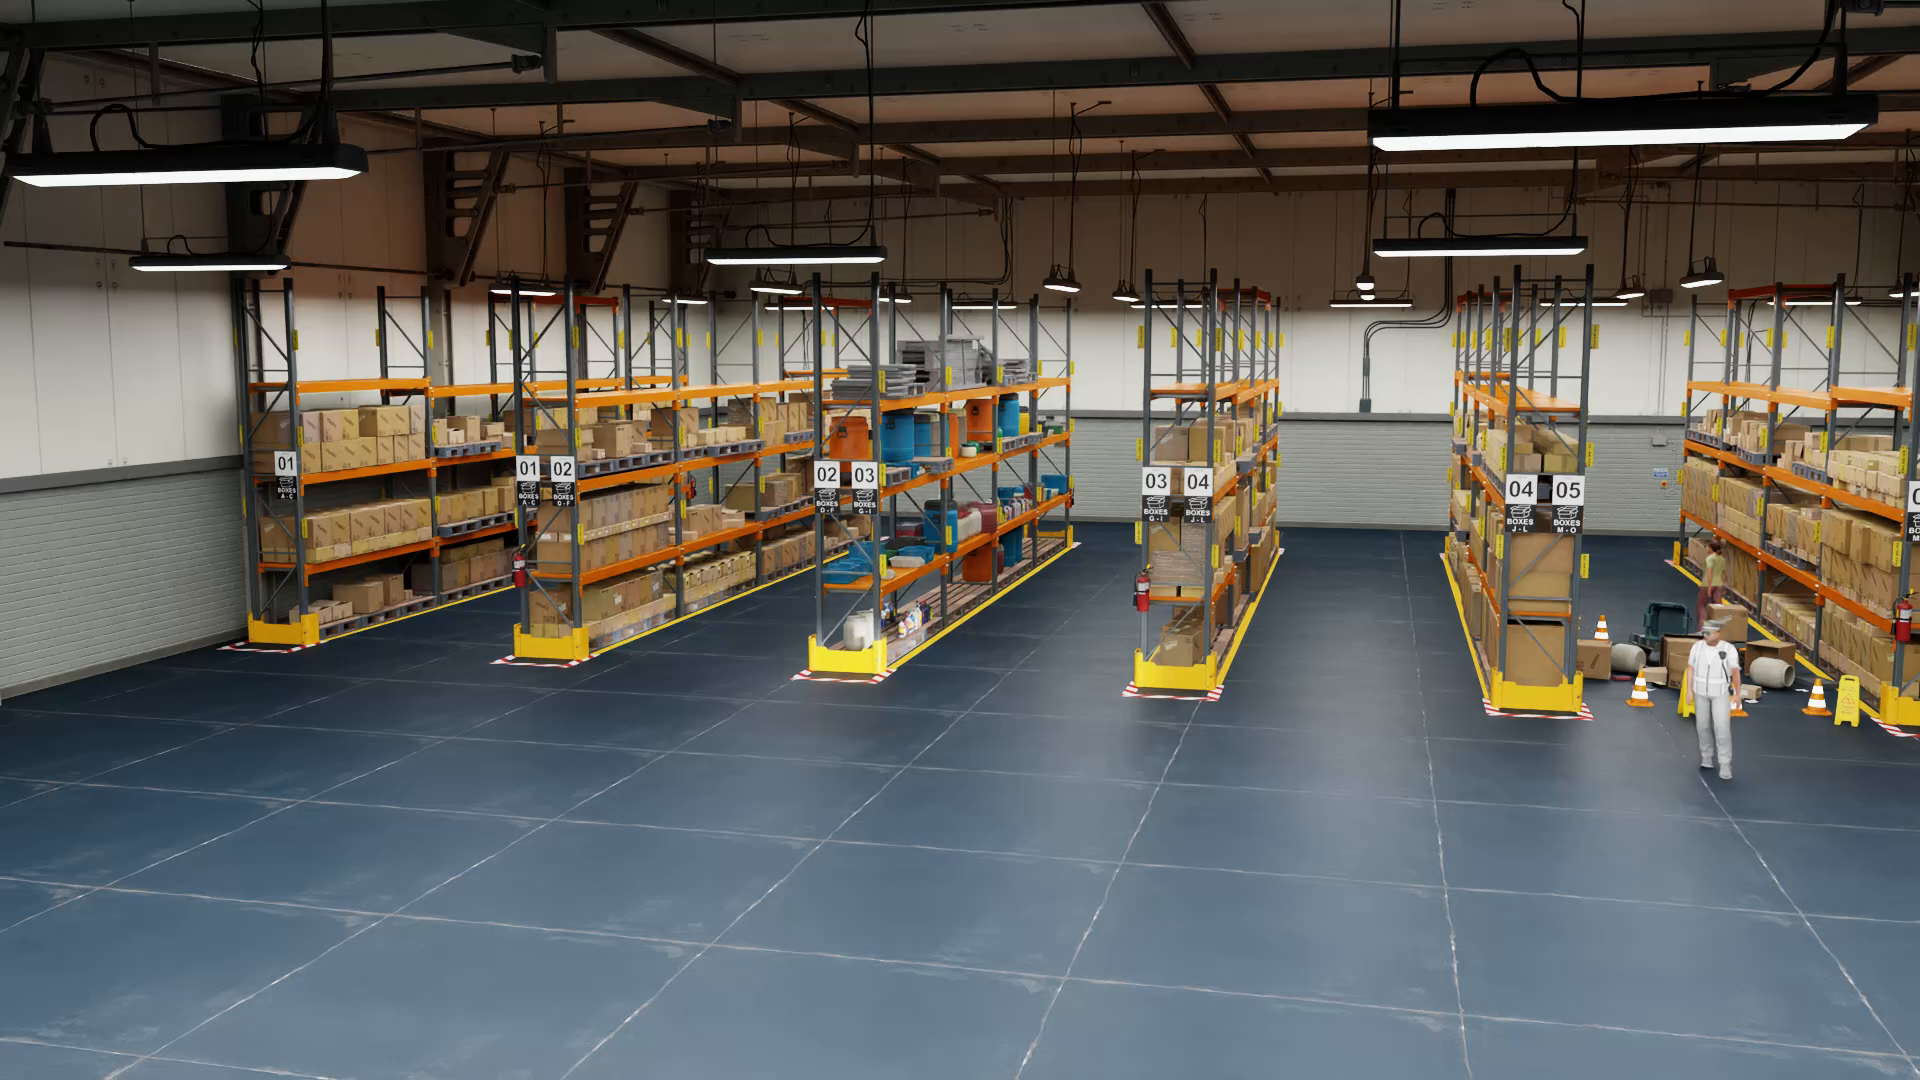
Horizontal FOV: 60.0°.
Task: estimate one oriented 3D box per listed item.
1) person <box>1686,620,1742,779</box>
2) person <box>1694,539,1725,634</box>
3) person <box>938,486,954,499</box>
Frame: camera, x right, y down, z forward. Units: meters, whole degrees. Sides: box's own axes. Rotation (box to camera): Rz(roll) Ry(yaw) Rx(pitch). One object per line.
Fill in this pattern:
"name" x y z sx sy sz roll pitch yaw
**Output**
"person" 8.766 1.822 19.383 0.650 1.758 0.660 6 9 40
"person" 12.687 0.851 27.988 0.452 1.708 0.606 0 7 1
"person" -0.353 -0.822 41.830 0.532 1.703 0.504 2 7 16
